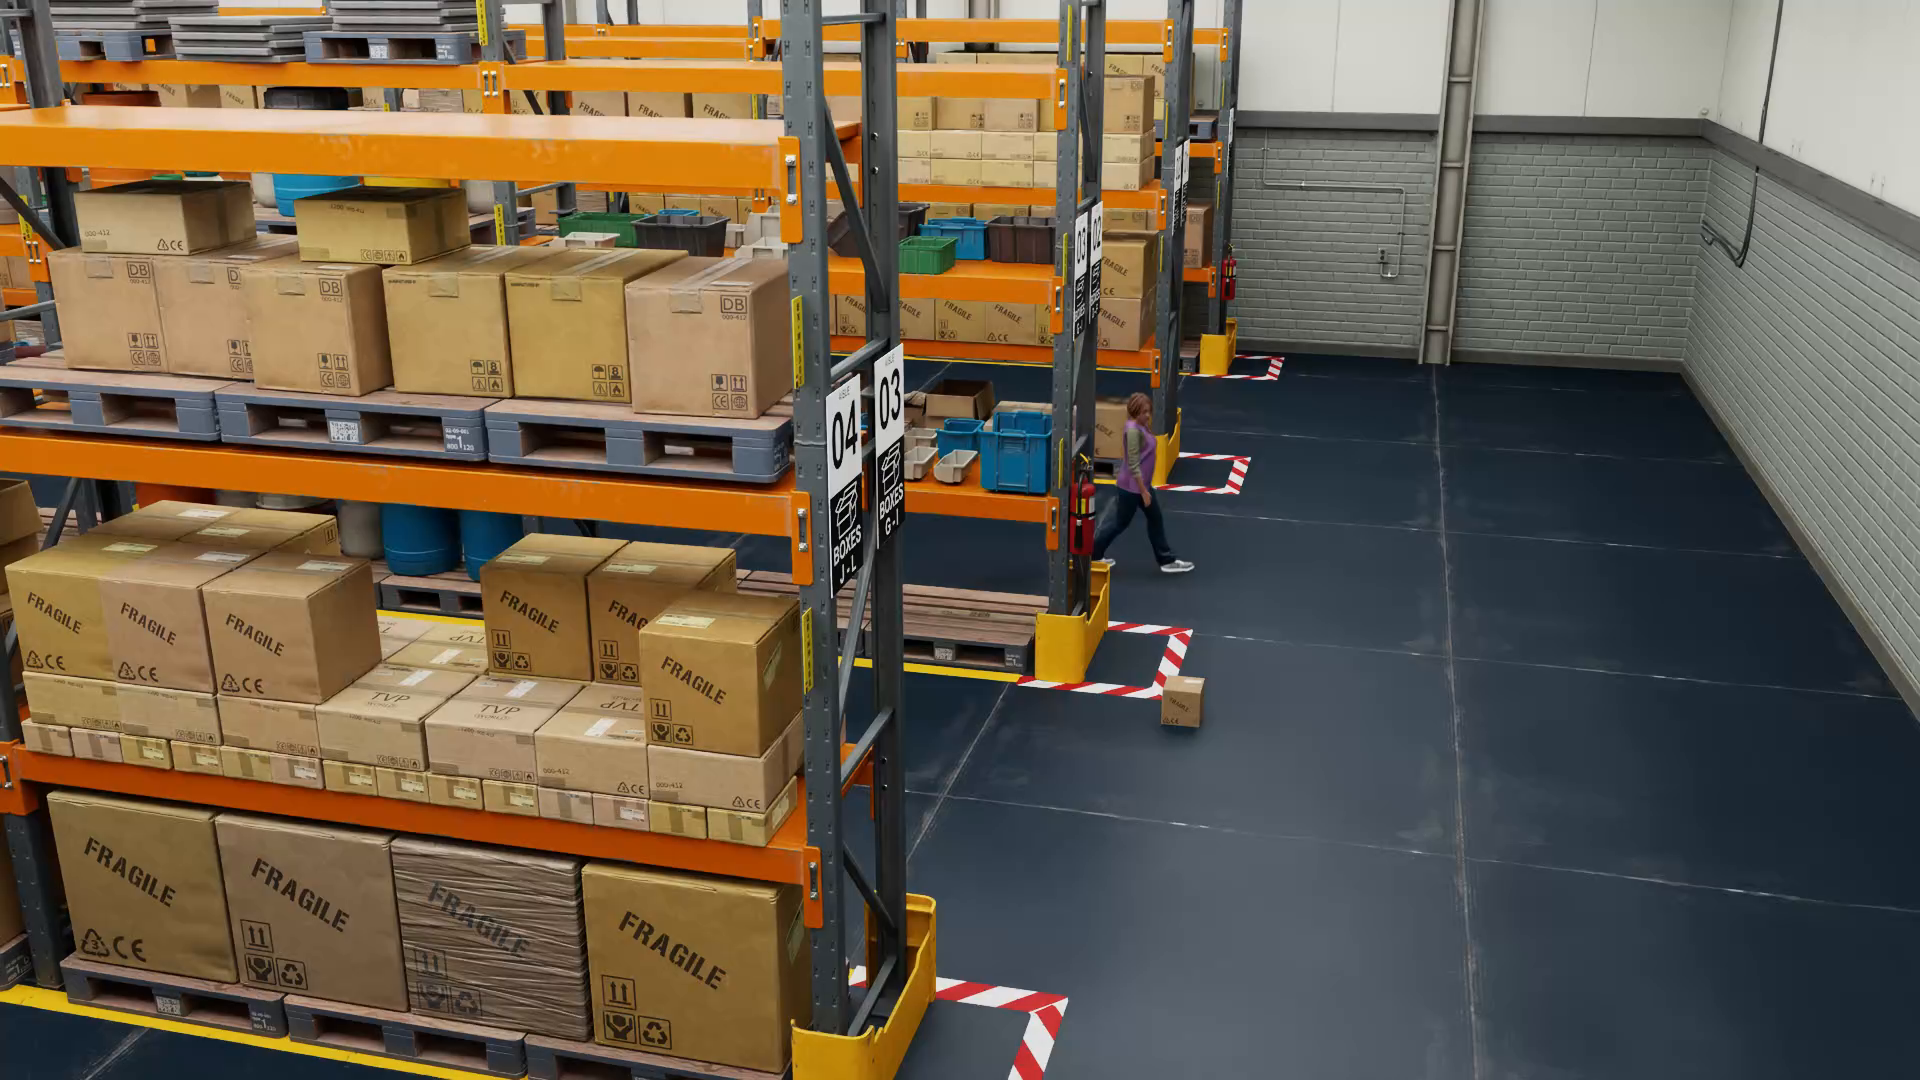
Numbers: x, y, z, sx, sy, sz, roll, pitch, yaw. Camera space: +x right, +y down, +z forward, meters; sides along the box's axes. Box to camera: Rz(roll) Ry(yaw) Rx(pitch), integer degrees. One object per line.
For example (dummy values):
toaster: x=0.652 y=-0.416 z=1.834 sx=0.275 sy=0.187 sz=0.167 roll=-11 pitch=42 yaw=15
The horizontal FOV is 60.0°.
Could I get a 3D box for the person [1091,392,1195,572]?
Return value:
person: x=1.449 y=-0.451 z=13.394 sx=0.902 sy=1.528 sz=0.465 roll=5 pitch=19 yaw=14
